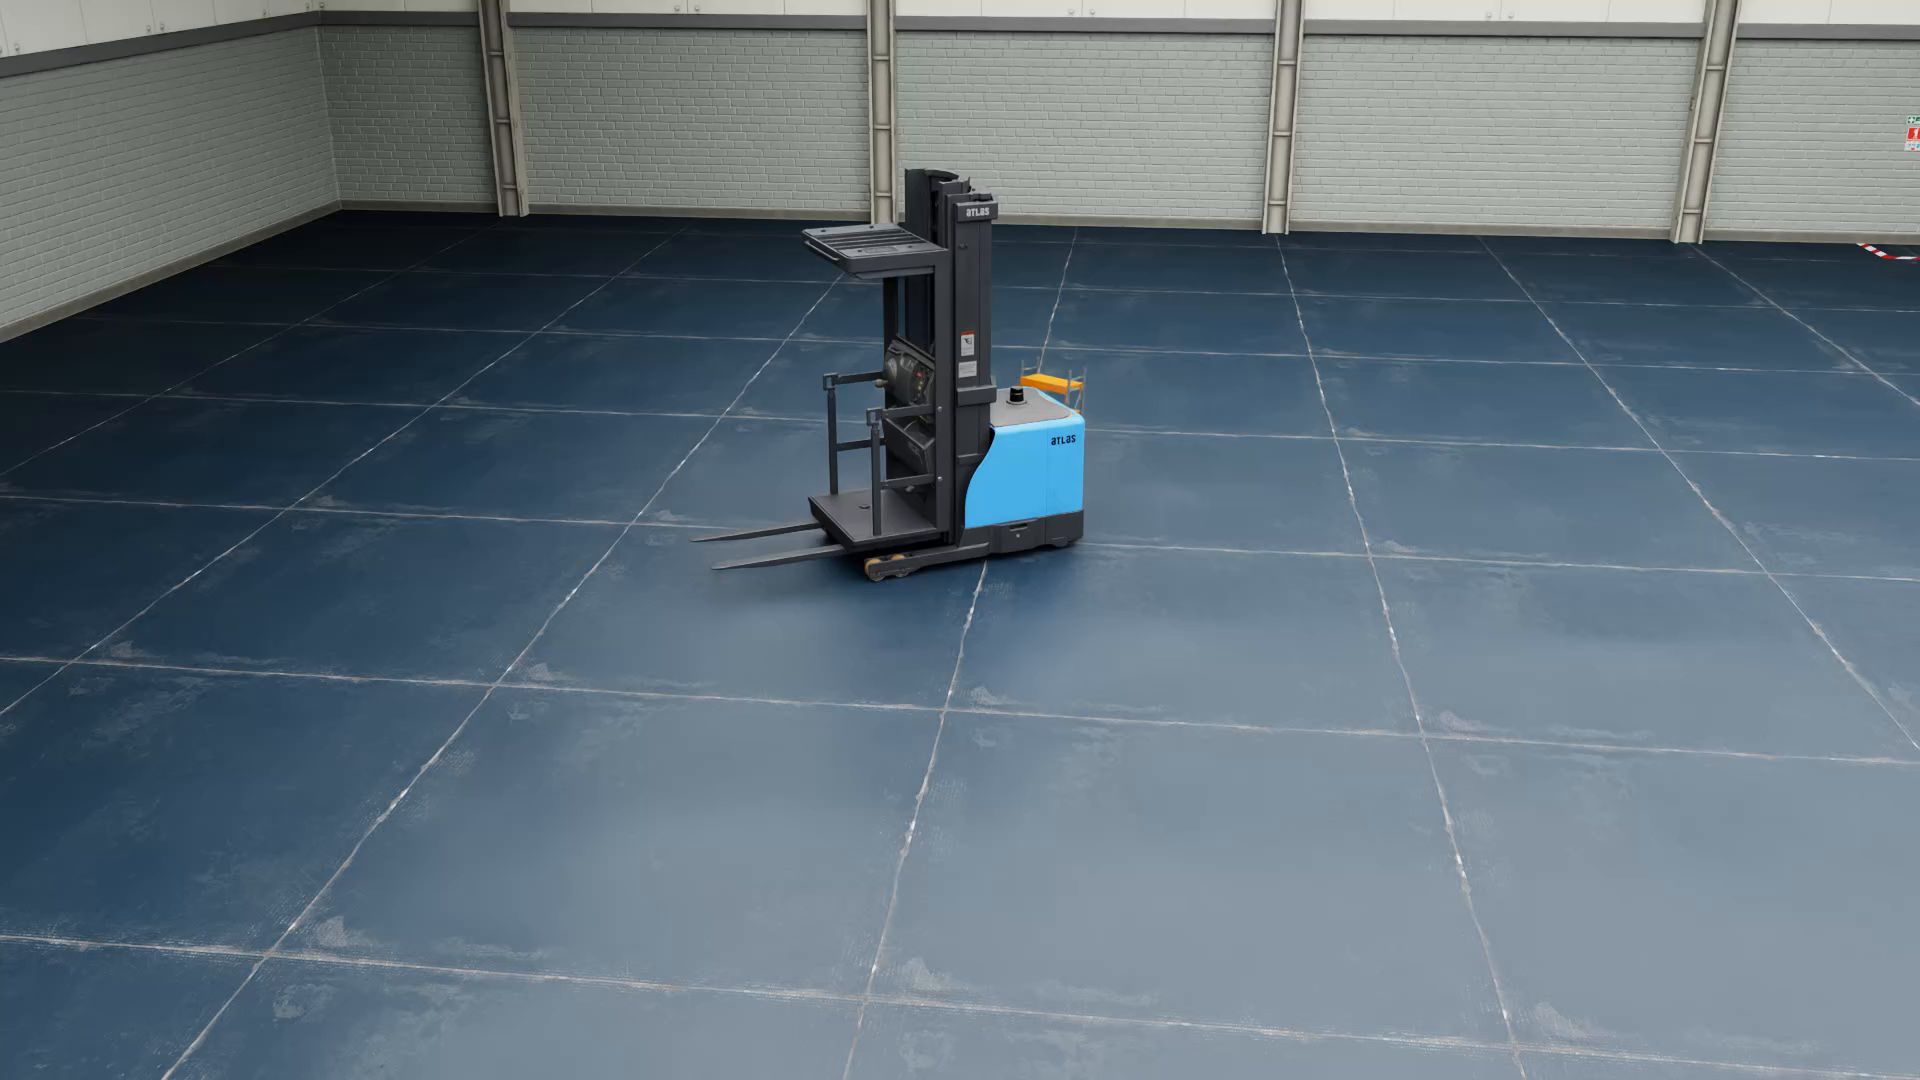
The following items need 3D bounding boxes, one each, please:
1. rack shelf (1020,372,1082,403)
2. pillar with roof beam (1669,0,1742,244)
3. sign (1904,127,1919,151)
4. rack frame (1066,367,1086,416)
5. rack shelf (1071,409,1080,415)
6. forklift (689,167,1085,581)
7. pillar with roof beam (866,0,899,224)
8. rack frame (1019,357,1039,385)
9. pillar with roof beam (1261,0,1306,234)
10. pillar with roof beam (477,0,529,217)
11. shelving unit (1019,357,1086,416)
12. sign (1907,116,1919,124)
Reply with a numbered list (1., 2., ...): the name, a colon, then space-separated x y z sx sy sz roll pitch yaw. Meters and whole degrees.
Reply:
1. rack shelf: 0.770 -1.277 13.946 0.480 0.148 0.258 16 22 35
2. pillar with roof beam: 10.239 -7.040 19.007 0.400 9.000 9.100 2 22 6
3. sign: 13.717 -5.761 23.883 0.234 0.329 0.001 2 22 6
4. rack frame: 0.937 -0.847 13.921 0.015 1.200 0.240 16 22 35
5. rack shelf: 0.756 -1.052 14.016 0.480 0.148 0.258 16 22 35
6. forklift: -0.577 -1.272 12.672 3.031 2.935 1.130 -9 23 -21
7. pillar with roof beam: -1.678 -7.559 20.320 0.400 9.000 9.100 2 22 6
8. rack frame: 0.556 -0.959 14.205 0.015 1.200 0.240 16 22 35
9. pillar with roof beam: 4.281 -7.299 19.663 0.400 9.000 9.100 2 22 6
10. pillar with roof beam: -7.636 -7.819 20.976 0.400 9.000 9.100 2 22 6
11. shelving unit: 0.747 -0.903 14.063 0.503 1.200 0.258 16 22 35
12. sign: 13.721 -6.004 23.777 0.331 0.109 0.001 2 22 6
